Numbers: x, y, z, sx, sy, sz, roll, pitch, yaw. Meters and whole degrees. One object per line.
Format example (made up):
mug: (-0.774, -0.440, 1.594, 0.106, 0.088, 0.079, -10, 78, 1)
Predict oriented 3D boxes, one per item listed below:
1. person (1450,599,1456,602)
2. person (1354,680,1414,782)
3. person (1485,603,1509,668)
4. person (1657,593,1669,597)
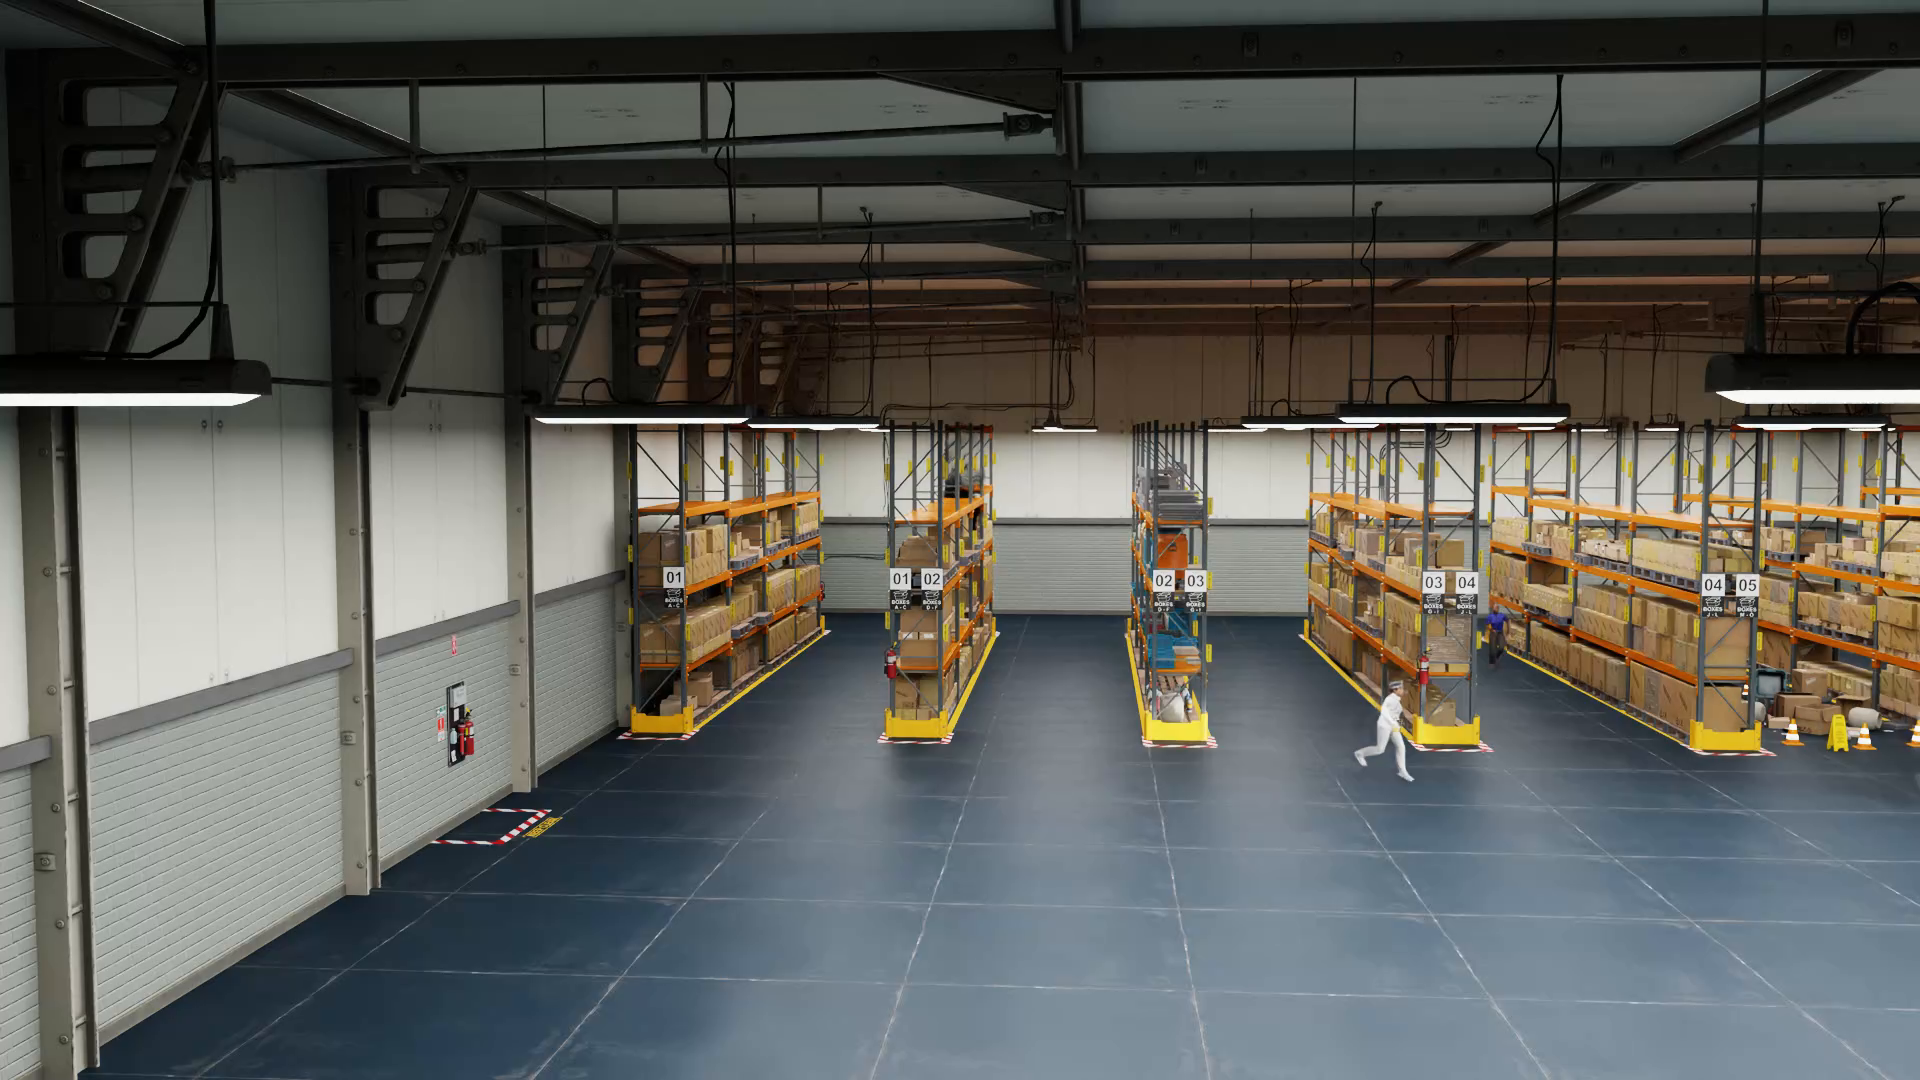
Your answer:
person: (13.231, 2.132, 44.357, 0.632, 1.644, 0.825, 1, 4, 15)
person: (7.093, 3.150, 27.746, 1.032, 1.680, 0.619, 3, 4, 36)
person: (13.120, 2.349, 40.599, 0.600, 1.610, 0.698, 1, 4, 10)
person: (20.069, 1.911, 47.203, 0.702, 1.699, 0.590, 1, 4, 11)
